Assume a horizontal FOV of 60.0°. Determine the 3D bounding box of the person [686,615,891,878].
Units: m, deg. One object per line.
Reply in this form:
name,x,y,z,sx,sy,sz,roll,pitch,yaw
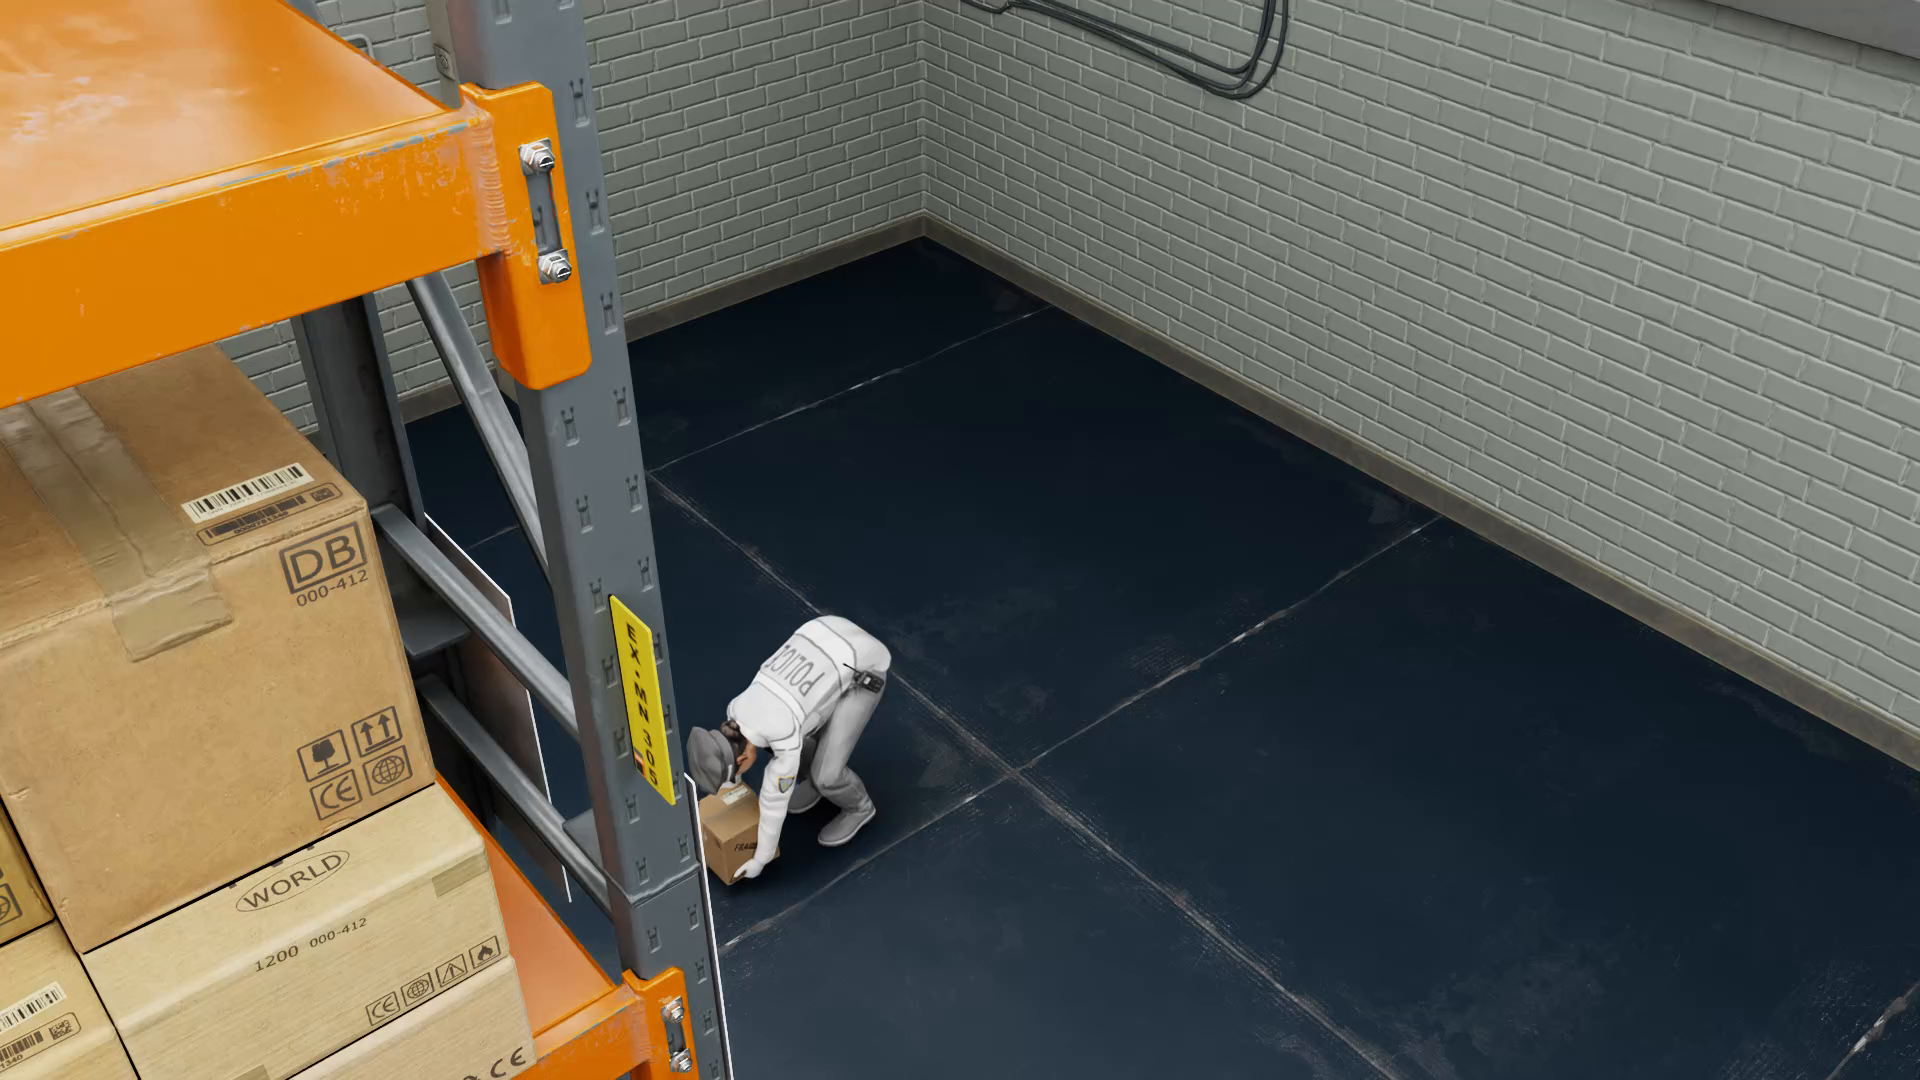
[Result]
person,-0.661,0.829,6.572,0.882,0.919,0.457,-29,45,-33
